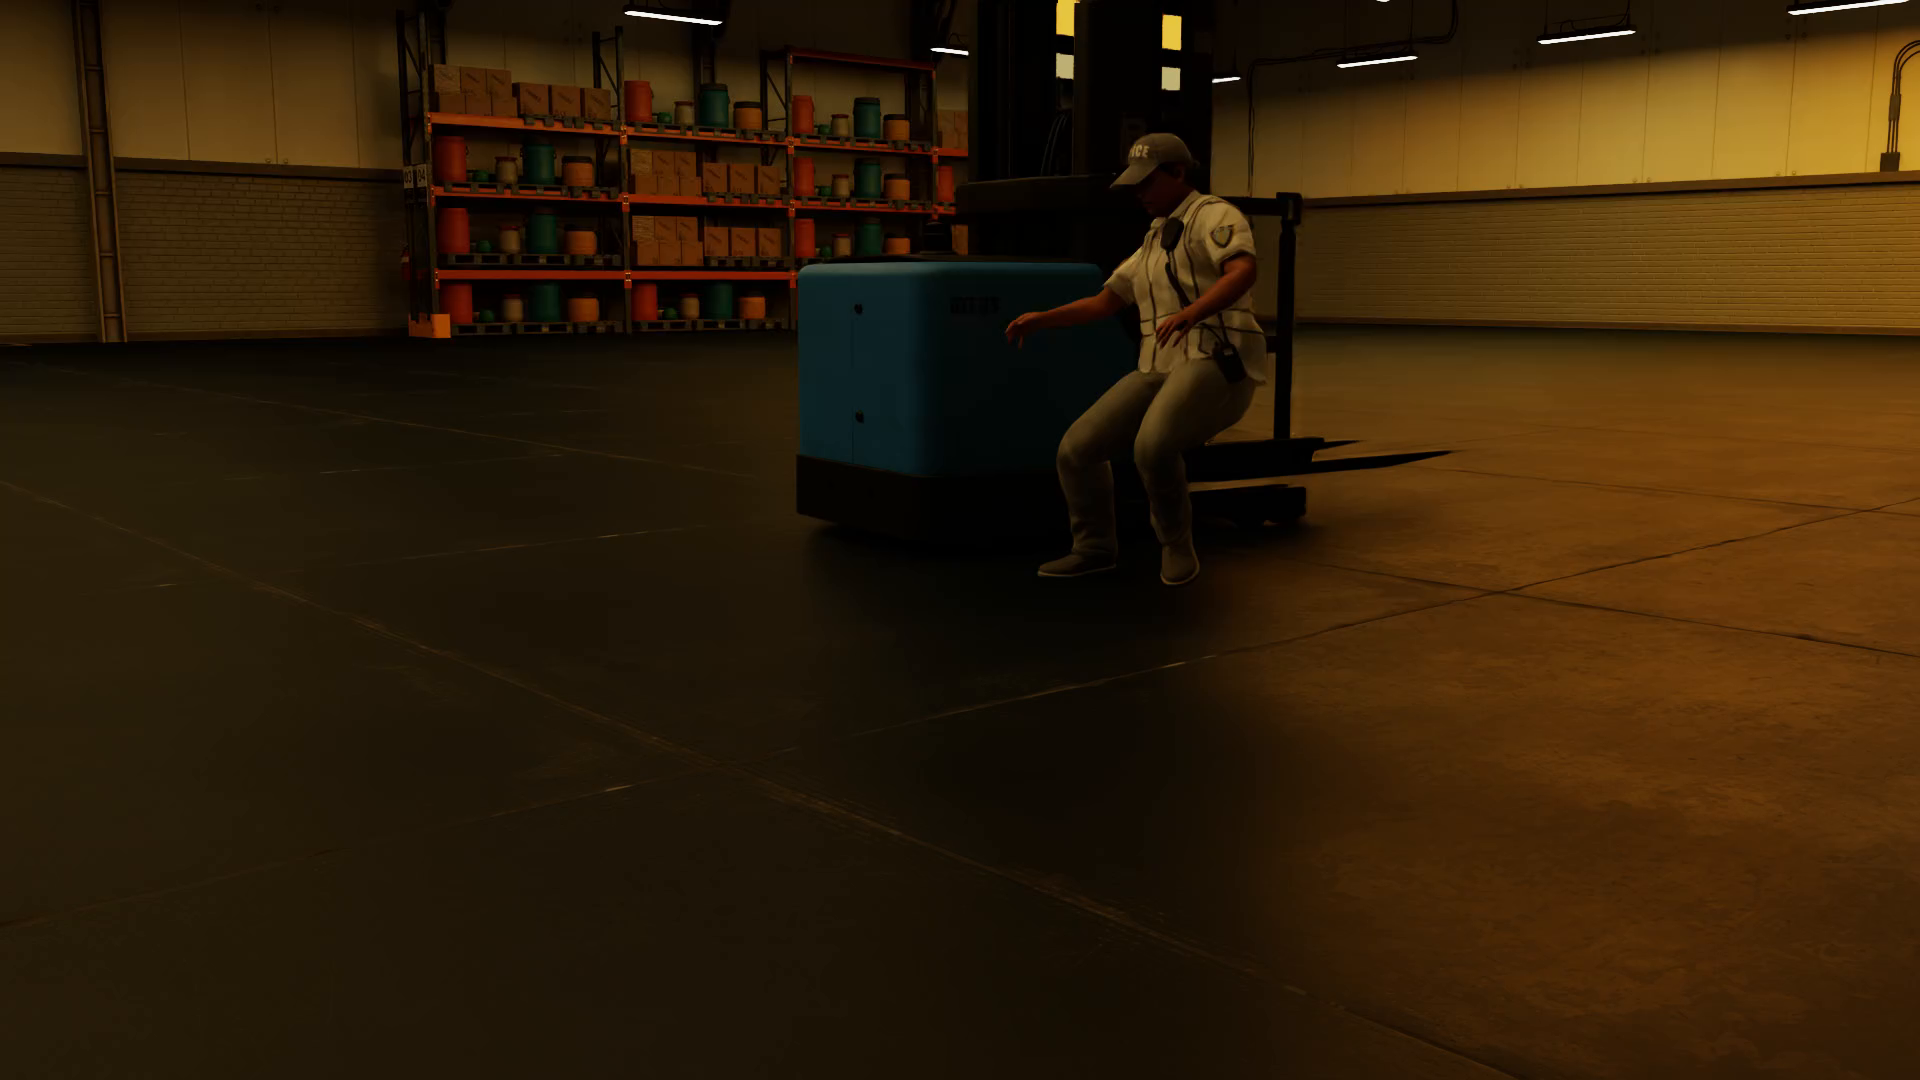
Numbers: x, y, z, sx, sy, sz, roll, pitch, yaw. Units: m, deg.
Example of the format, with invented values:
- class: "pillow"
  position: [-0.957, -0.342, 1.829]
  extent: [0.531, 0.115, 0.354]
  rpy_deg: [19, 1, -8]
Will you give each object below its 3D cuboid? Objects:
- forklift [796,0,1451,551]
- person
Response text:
- class: "forklift"
  position: [0.846, -1.557, 7.014]
  extent: [3.031, 2.935, 1.130]
  rpy_deg: [-6, 10, -33]
- class: "person"
  position: [0.569, -0.555, 5.313]
  extent: [0.745, 1.477, 0.853]
  rpy_deg: [-4, 10, -25]
